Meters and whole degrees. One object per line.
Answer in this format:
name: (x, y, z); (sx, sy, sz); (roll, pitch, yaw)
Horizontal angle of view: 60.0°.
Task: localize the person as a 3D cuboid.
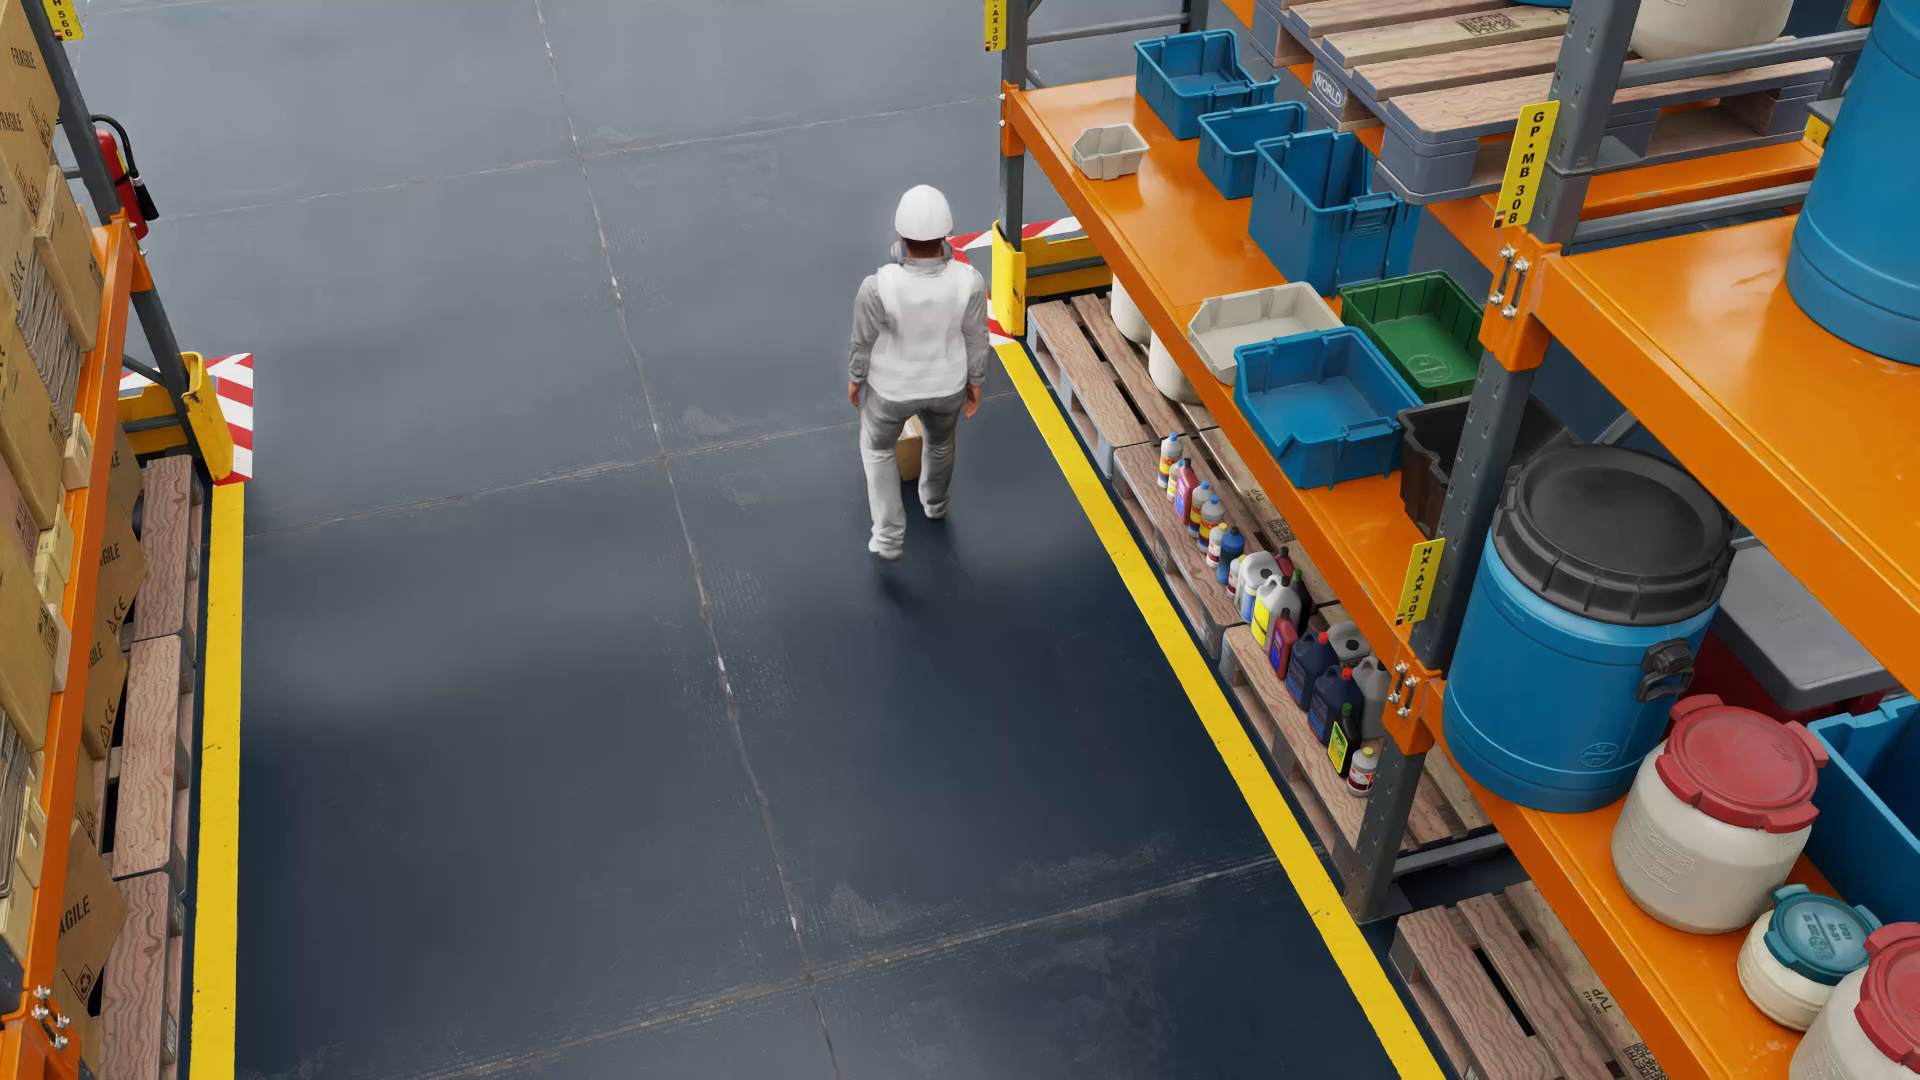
person: (-0.183, -0.699, 6.897); (0.565, 1.762, 0.703); (-8, 43, -9)
